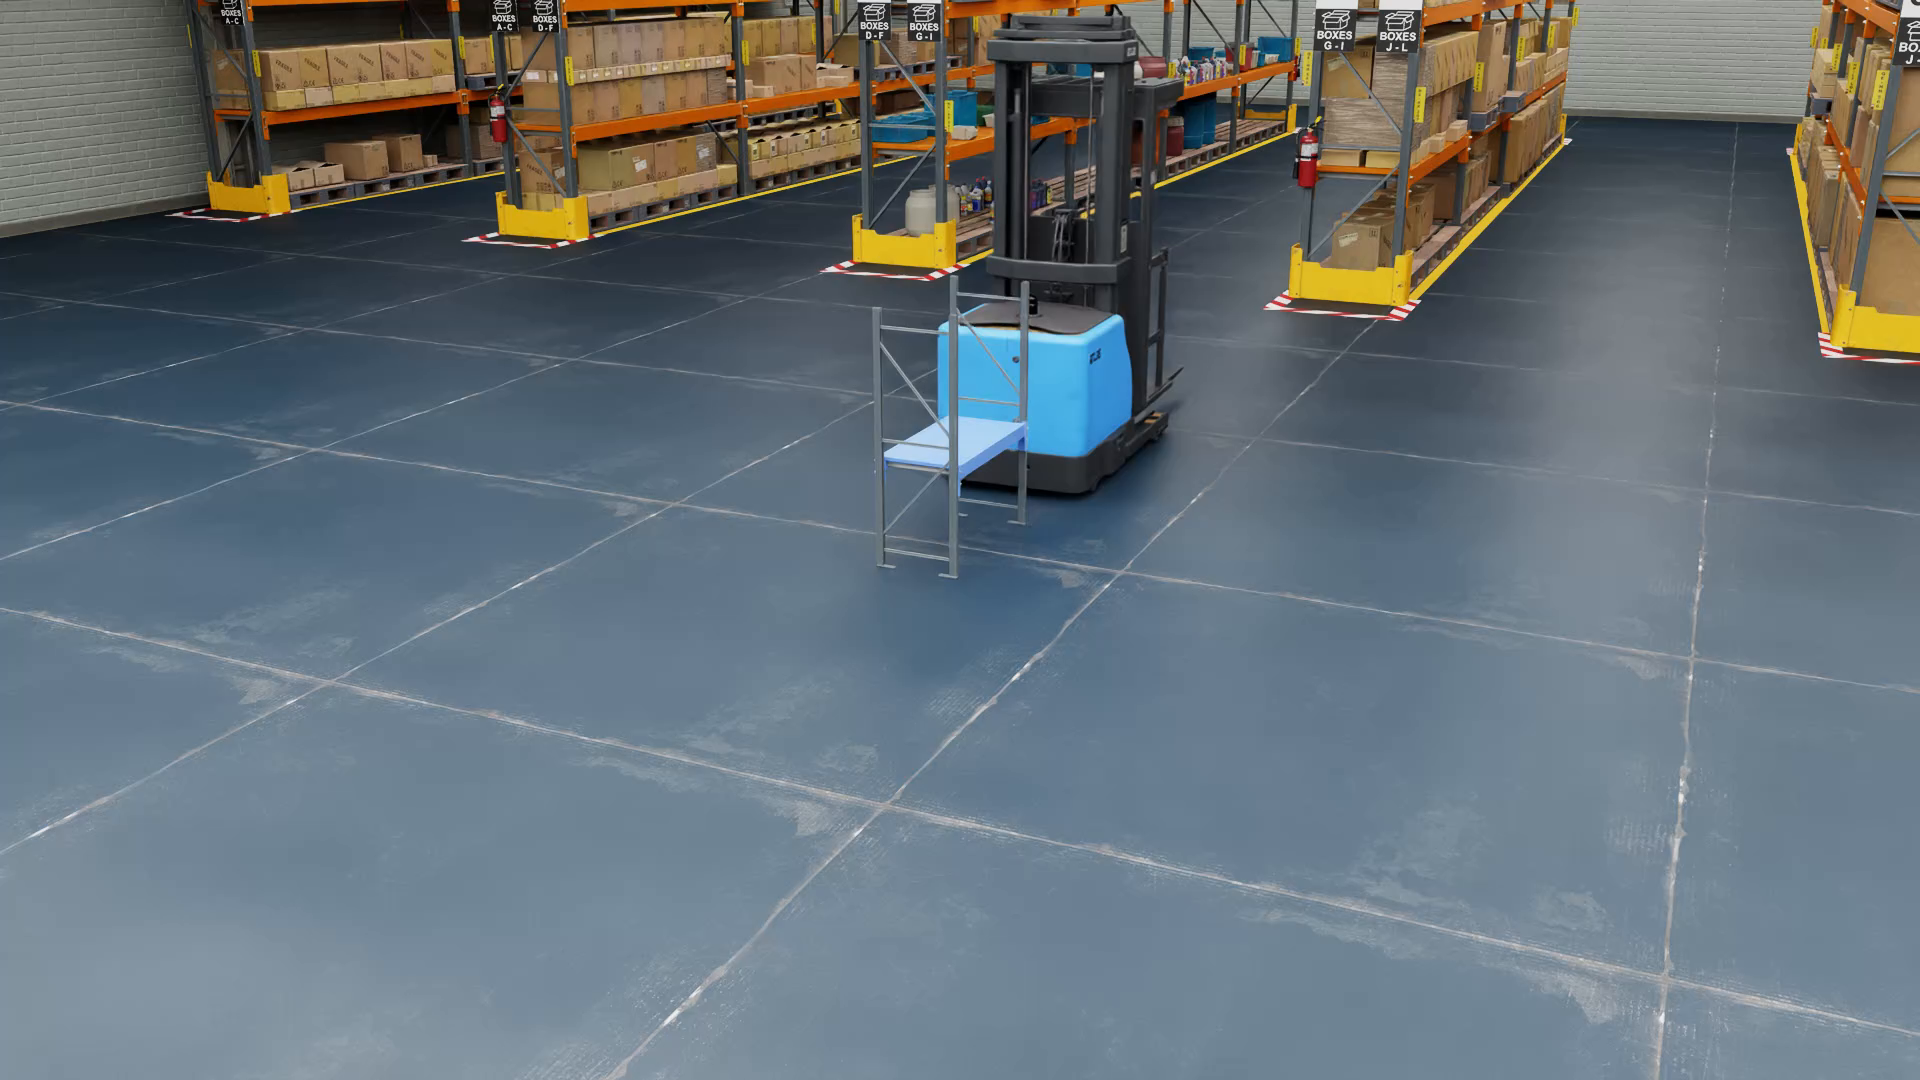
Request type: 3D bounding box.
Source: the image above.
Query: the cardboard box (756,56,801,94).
[{"bbox_3d":[-2.748,-7.011,25.057,0.500,0.500,0.500,9,21,23],"label":"cardboard box"}]

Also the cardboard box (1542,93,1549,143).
[{"bbox_3d":[9.158,-6.890,27.410,0.875,0.875,0.875,9,21,23],"label":"cardboard box"}]

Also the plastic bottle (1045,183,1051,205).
[{"bbox_3d":[1.124,-4.472,21.463,0.061,0.283,0.133,10,22,25],"label":"plastic bottle"}]

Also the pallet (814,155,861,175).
[{"bbox_3d":[-2.233,-6.080,26.750,1.003,0.211,1.213,9,21,23],"label":"pallet"}]

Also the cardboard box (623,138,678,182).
[{"bbox_3d":[-4.097,-5.042,22.027,0.500,0.500,0.500,9,21,23],"label":"cardboard box"}]

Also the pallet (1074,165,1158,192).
[{"bbox_3d":[2.305,-5.414,24.877,1.003,0.211,1.213,9,21,23],"label":"pallet"}]

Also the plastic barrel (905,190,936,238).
[{"bbox_3d":[-0.419,-3.751,19.126,0.421,0.512,0.421,0,20,0],"label":"plastic barrel"}]

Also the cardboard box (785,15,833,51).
[{"bbox_3d":[-3.304,-10.748,35.267,0.980,0.700,0.700,10,22,25],"label":"cardboard box"}]

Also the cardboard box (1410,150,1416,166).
[{"bbox_3d":[4.354,-3.844,16.676,0.380,0.149,0.250,9,21,23],"label":"cardboard box"}]

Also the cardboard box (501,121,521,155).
[{"bbox_3d":[-7.567,-6.517,26.892,0.700,0.500,0.500,8,21,22],"label":"cardboard box"}]

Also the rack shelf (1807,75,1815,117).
[{"bbox_3d":[14.117,-7.063,26.427,1.077,0.370,4.000,9,21,23],"label":"rack shelf"}]

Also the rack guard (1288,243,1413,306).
[{"bbox_3d":[3.931,-2.680,16.757,1.175,0.500,0.348,9,21,23],"label":"rack guard"}]

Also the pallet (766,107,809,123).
[{"bbox_3d":[-3.862,-8.823,34.464,1.003,0.211,1.213,9,21,23],"label":"pallet"}]

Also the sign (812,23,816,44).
[{"bbox_3d":[-2.359,-8.220,26.995,0.100,0.325,0.005,9,21,23],"label":"sign"}]

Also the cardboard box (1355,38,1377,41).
[{"bbox_3d":[4.307,-5.001,17.468,0.500,0.500,0.500,9,21,23],"label":"cardboard box"}]

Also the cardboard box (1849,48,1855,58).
[{"bbox_3d":[13.238,-7.165,25.046,0.500,0.500,0.500,9,21,23],"label":"cardboard box"}]

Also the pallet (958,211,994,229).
[{"bbox_3d":[0.208,-3.849,20.476,1.003,0.211,1.213,9,21,23],"label":"pallet"}]

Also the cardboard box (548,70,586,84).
[{"bbox_3d":[-4.779,-5.638,20.227,0.380,0.149,0.250,8,21,22],"label":"cardboard box"}]

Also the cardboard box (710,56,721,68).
[{"bbox_3d":[-3.517,-6.582,22.883,0.380,0.149,0.250,8,21,22],"label":"cardboard box"}]

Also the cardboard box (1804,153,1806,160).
[{"bbox_3d":[13.380,-5.970,25.906,0.380,0.149,0.250,8,21,21],"label":"cardboard box"}]

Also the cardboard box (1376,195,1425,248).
[{"bbox_3d":[4.928,-3.583,18.672,0.500,0.500,0.500,7,21,18],"label":"cardboard box"}]

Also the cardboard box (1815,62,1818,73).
[{"bbox_3d":[12.401,-6.715,23.679,0.380,0.149,0.250,8,21,20],"label":"cardboard box"}]

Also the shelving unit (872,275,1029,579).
[{"bbox_3d":[-0.035,-0.681,9.644,0.538,1.500,1.048,9,21,23],"label":"shelving unit"}]

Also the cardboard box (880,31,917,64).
[{"bbox_3d":[-1.156,-8.346,28.185,0.700,0.500,0.500,13,23,33],"label":"cardboard box"}]

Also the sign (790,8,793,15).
[{"bbox_3d":[-3.609,-11.287,35.820,0.100,0.325,0.005,9,21,23],"label":"sign"}]

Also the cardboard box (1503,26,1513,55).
[{"bbox_3d":[7.490,-7.021,23.587,0.797,0.503,0.637,9,22,25],"label":"cardboard box"}]

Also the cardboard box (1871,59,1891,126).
[{"bbox_3d":[8.712,-3.991,14.879,0.875,0.550,0.550,9,21,23],"label":"cardboard box"}]

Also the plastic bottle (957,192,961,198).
[{"bbox_3d":[-0.081,-4.175,20.640,0.152,0.276,0.135,8,21,21],"label":"plastic bottle"}]

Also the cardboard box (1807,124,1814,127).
[{"bbox_3d":[13.891,-6.630,26.875,0.380,0.149,0.250,9,21,24],"label":"cardboard box"}]

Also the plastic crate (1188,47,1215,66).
[{"bbox_3d":[4.176,-8.392,29.024,0.392,0.384,0.575,9,21,23],"label":"plastic crate"}]

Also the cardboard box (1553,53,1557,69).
[{"bbox_3d":[9.661,-7.990,27.739,0.500,0.250,0.500,9,22,24],"label":"cardboard box"}]

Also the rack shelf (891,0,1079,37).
[{"bbox_3d":[0.201,-6.199,19.521,1.077,0.370,4.000,9,21,23],"label":"rack shelf"}]

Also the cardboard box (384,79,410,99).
[{"bbox_3d":[-8.340,-6.541,24.079,0.500,0.250,0.500,8,21,22],"label":"cardboard box"}]

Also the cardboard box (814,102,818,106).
[{"bbox_3d":[-3.300,-9.557,35.468,0.700,0.500,0.500,9,21,23],"label":"cardboard box"}]

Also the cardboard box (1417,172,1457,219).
[{"bbox_3d":[5.809,-4.271,20.576,0.700,0.500,0.500,7,21,19],"label":"cardboard box"}]

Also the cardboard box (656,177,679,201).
[{"bbox_3d":[-4.098,-4.689,22.153,0.500,0.250,0.500,9,21,23],"label":"cardboard box"}]

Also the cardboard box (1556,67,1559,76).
[{"bbox_3d":[9.981,-7.985,28.321,0.380,0.149,0.250,9,21,24],"label":"cardboard box"}]

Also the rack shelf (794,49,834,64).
[{"bbox_3d":[-3.924,-9.814,34.161,1.077,0.370,4.000,9,21,23],"label":"rack shelf"}]

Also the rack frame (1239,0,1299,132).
[{"bbox_3d":[5.934,-9.405,31.937,1.000,3.000,0.127,9,21,23],"label":"rack frame"}]

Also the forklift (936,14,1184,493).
[{"bbox_3d":[0.878,-2.134,11.596,1.130,2.935,3.031,8,21,21],"label":"forklift"}]

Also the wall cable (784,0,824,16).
[{"bbox_3d":[-3.443,-11.764,37.055,0.084,1.984,1.851,9,21,23],"label":"wall cable"}]

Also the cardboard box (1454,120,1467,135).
[{"bbox_3d":[5.718,-4.832,19.455,0.380,0.149,0.250,9,21,23],"label":"cardboard box"}]

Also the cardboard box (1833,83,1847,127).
[{"bbox_3d":[10.817,-5.205,19.979,0.500,0.500,0.500,9,21,23],"label":"cardboard box"}]

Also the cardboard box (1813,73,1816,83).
[{"bbox_3d":[12.399,-6.575,23.729,0.380,0.149,0.250,9,21,23],"label":"cardboard box"}]

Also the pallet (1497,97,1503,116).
[{"bbox_3d":[6.403,-5.578,21.464,1.003,0.211,1.213,9,21,23],"label":"pallet"}]

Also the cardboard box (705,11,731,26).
[{"bbox_3d":[-4.701,-9.913,31.625,0.500,0.250,0.500,9,22,24],"label":"cardboard box"}]

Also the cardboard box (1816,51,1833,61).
[{"bbox_3d":[12.501,-6.929,23.837,0.380,0.149,0.250,9,21,23],"label":"cardboard box"}]

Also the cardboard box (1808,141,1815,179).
[{"bbox_3d":[12.538,-5.460,23.948,0.500,0.500,0.500,10,22,25],"label":"cardboard box"}]

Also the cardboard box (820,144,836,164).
[{"bbox_3d":[-2.269,-6.037,25.943,0.500,0.250,0.500,9,22,24],"label":"cardboard box"}]

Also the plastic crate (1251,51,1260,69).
[{"bbox_3d":[5.089,-8.596,29.750,0.437,0.282,0.530,9,21,23],"label":"plastic crate"}]

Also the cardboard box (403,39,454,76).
[{"bbox_3d":[-7.930,-7.201,24.815,0.500,0.500,0.500,8,21,23],"label":"cardboard box"}]

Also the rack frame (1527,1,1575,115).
[{"bbox_3d":[10.452,-8.725,30.026,1.000,3.000,0.127,9,21,23],"label":"rack frame"}]

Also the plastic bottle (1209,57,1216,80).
[{"bbox_3d":[4.142,-7.776,27.432,0.144,0.351,0.185,9,21,23],"label":"plastic bottle"}]

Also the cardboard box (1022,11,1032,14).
[{"bbox_3d":[1.071,-10.116,32.296,0.500,0.500,0.500,9,22,24],"label":"cardboard box"}]

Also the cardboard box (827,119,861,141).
[{"bbox_3d":[-1.850,-6.613,26.726,0.500,0.311,0.500,9,22,24],"label":"cardboard box"}]

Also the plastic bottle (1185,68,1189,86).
[{"bbox_3d":[3.541,-7.271,26.129,0.097,0.271,0.097,0,20,0],"label":"plastic bottle"}]

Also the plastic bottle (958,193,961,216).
[{"bbox_3d":[-0.041,-4.122,20.479,0.061,0.283,0.133,9,21,23],"label":"plastic bottle"}]

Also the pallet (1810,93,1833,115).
[{"bbox_3d":[11.855,-5.710,21.835,1.213,0.211,1.003,9,21,23],"label":"pallet"}]

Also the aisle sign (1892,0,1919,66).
[{"bbox_3d":[8.081,-4.367,13.892,0.394,0.787,0.004,9,21,23],"label":"aisle sign"}]
